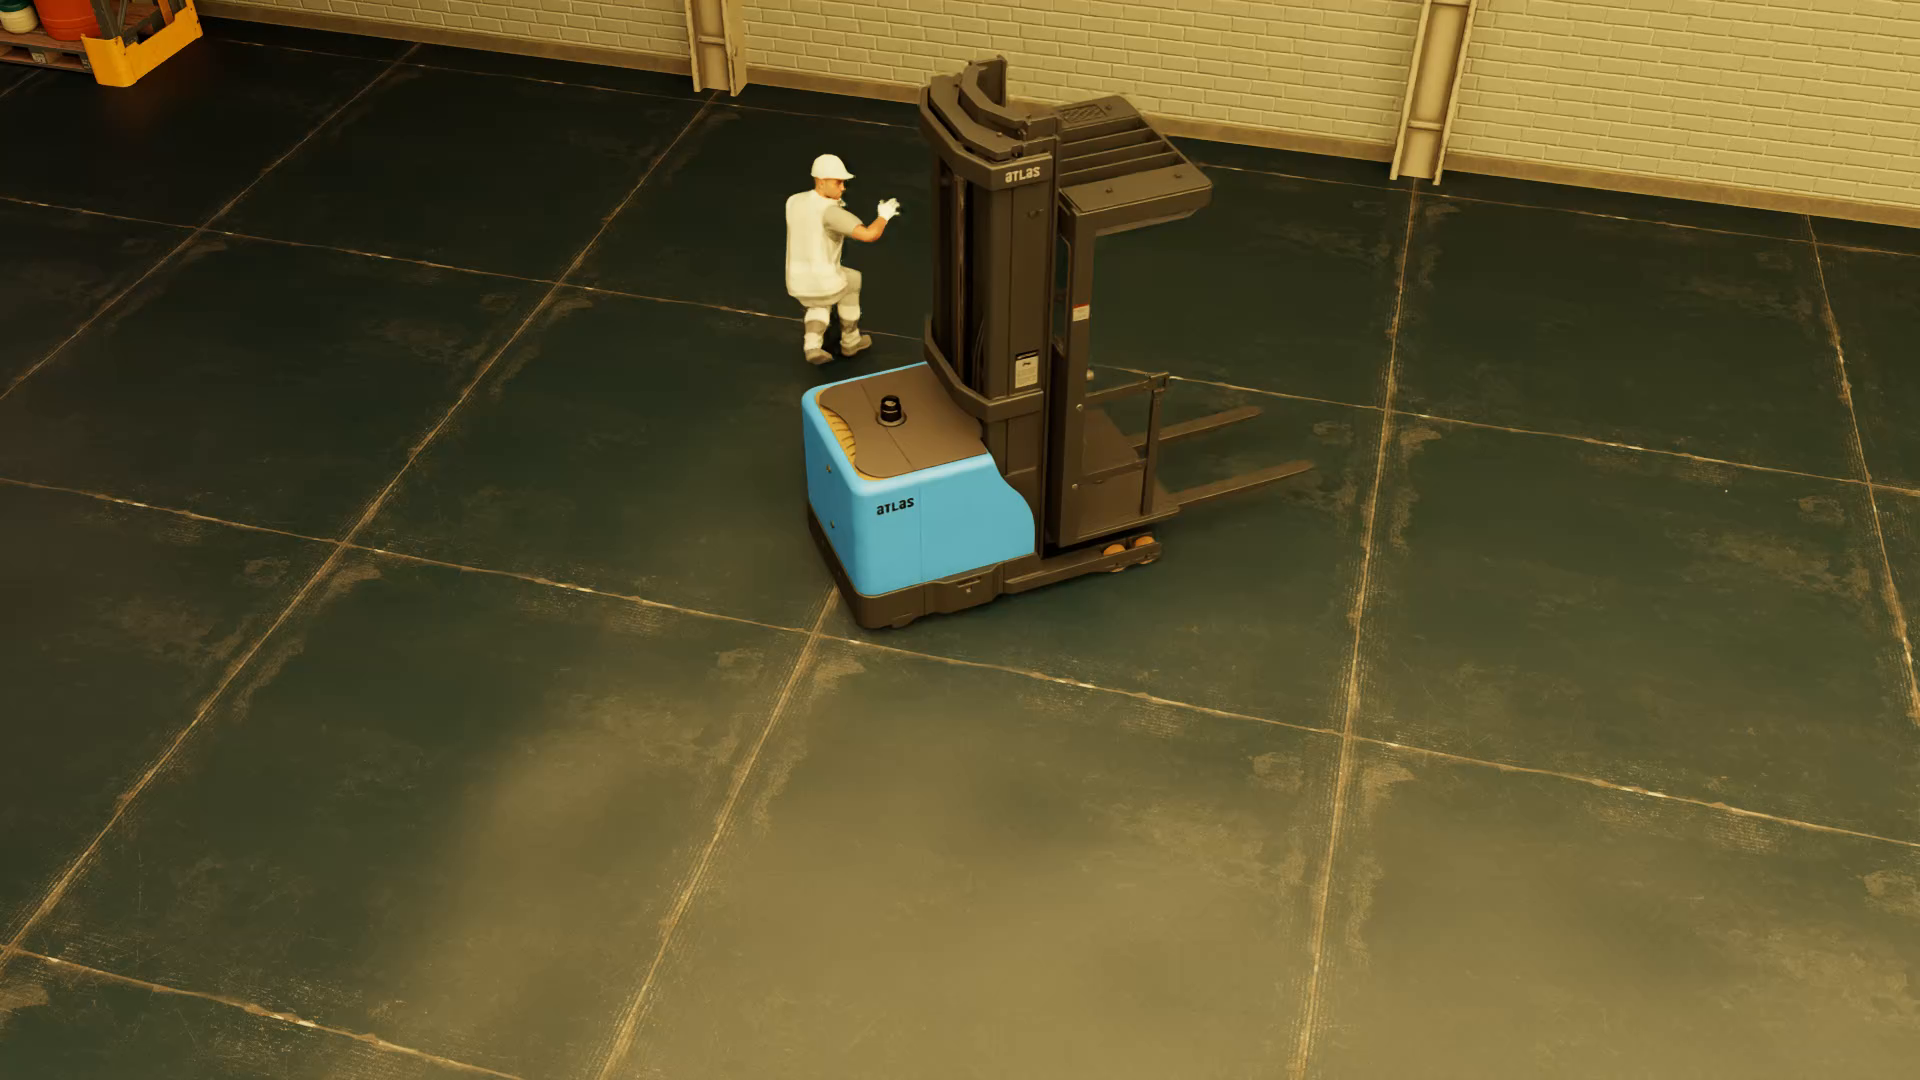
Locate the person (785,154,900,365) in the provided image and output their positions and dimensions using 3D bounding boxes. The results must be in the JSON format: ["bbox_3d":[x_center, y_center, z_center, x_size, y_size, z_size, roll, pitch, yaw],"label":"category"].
[{"bbox_3d":[-0.767,-1.920,11.150,0.788,1.479,1.020,14,43,16],"label":"person"}]

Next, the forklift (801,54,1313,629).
[{"bbox_3d":[0.654,-1.220,9.254,3.031,2.935,1.130,-15,43,-16],"label":"forklift"}]
